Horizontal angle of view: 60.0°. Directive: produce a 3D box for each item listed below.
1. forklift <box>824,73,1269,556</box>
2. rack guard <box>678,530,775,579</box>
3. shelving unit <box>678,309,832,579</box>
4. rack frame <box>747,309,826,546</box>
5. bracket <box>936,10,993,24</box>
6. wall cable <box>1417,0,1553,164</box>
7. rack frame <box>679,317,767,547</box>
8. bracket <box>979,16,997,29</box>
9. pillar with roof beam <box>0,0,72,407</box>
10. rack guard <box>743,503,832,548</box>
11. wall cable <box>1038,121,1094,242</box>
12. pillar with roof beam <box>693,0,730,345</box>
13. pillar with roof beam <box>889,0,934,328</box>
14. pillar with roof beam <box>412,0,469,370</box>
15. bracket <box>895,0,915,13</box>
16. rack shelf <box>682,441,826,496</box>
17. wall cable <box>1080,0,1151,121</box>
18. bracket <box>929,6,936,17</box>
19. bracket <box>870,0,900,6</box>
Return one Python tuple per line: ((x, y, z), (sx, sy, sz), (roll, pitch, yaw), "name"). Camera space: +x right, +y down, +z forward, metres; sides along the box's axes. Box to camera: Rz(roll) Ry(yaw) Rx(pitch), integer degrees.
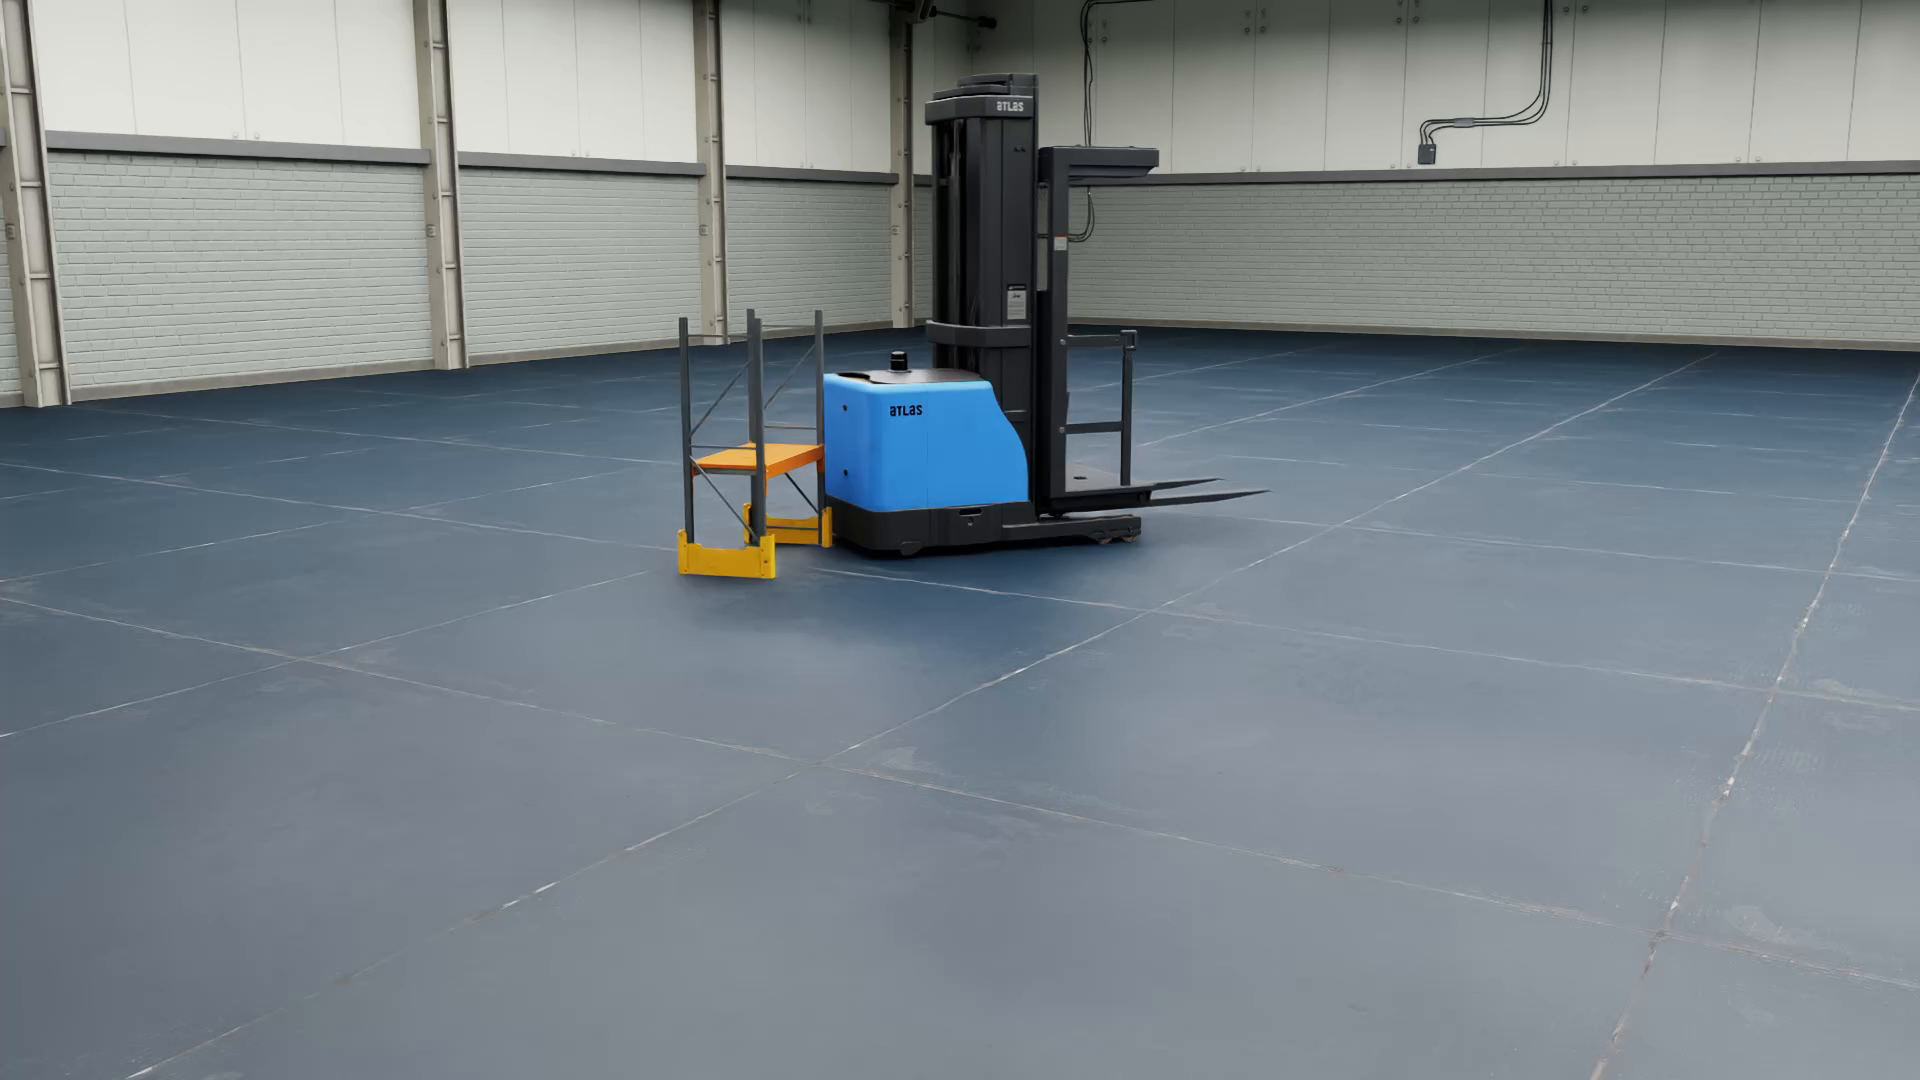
((0.626, -1.503, 10.934), (3.031, 2.935, 1.130), (-5, 12, -24), "forklift")
((-1.370, 0.082, 9.750), (0.587, 0.250, 0.087), (3, 11, 15), "rack guard")
((-1.240, -0.621, 10.107), (0.587, 1.500, 1.083), (3, 11, 15), "shelving unit")
((-1.104, -0.712, 10.598), (0.500, 1.500, 0.032), (3, 11, 15), "rack frame")
((0.268, -10.890, 34.801), (0.076, 0.066, 3.189), (6, 12, 31), "bracket")
((9.590, -9.909, 30.099), (2.305, 6.003, 0.169), (6, 12, 31), "wall cable")
((-1.371, -0.532, 9.634), (0.500, 1.500, 0.032), (3, 11, 15), "rack frame")
((0.574, -10.983, 35.297), (0.235, 0.232, 0.430), (6, 12, 31), "bracket")
((-6.841, -5.567, 16.152), (9.100, 9.000, 0.400), (6, 12, 31), "pillar with roof beam")
((-1.109, -0.095, 10.695), (0.587, 0.250, 0.087), (3, 11, 15), "rack guard")
((1.485, -7.620, 35.555), (3.097, 2.526, 0.112), (6, 12, 31), "wall cable")
((-0.611, -7.454, 26.232), (9.100, 9.000, 0.400), (6, 12, 31), "pillar with roof beam")
((2.504, -8.398, 31.273), (9.100, 9.000, 0.548), (6, 12, 31), "pillar with roof beam")
((-3.726, -6.511, 21.192), (9.100, 9.000, 0.400), (6, 12, 31), "pillar with roof beam")
((-1.087, -10.479, 32.609), (0.235, 0.232, 0.430), (6, 12, 31), "bracket")
((-1.237, -0.445, 10.149), (0.538, 0.185, 1.000), (3, 11, 15), "rack shelf")
((3.797, -9.844, 33.710), (3.097, 2.526, 0.112), (6, 12, 31), "wall cable")
((-0.656, -10.610, 33.306), (0.235, 0.232, 0.430), (6, 12, 31), "bracket")
((-2.425, -10.074, 30.444), (0.076, 0.066, 4.783), (6, 12, 31), "bracket")
